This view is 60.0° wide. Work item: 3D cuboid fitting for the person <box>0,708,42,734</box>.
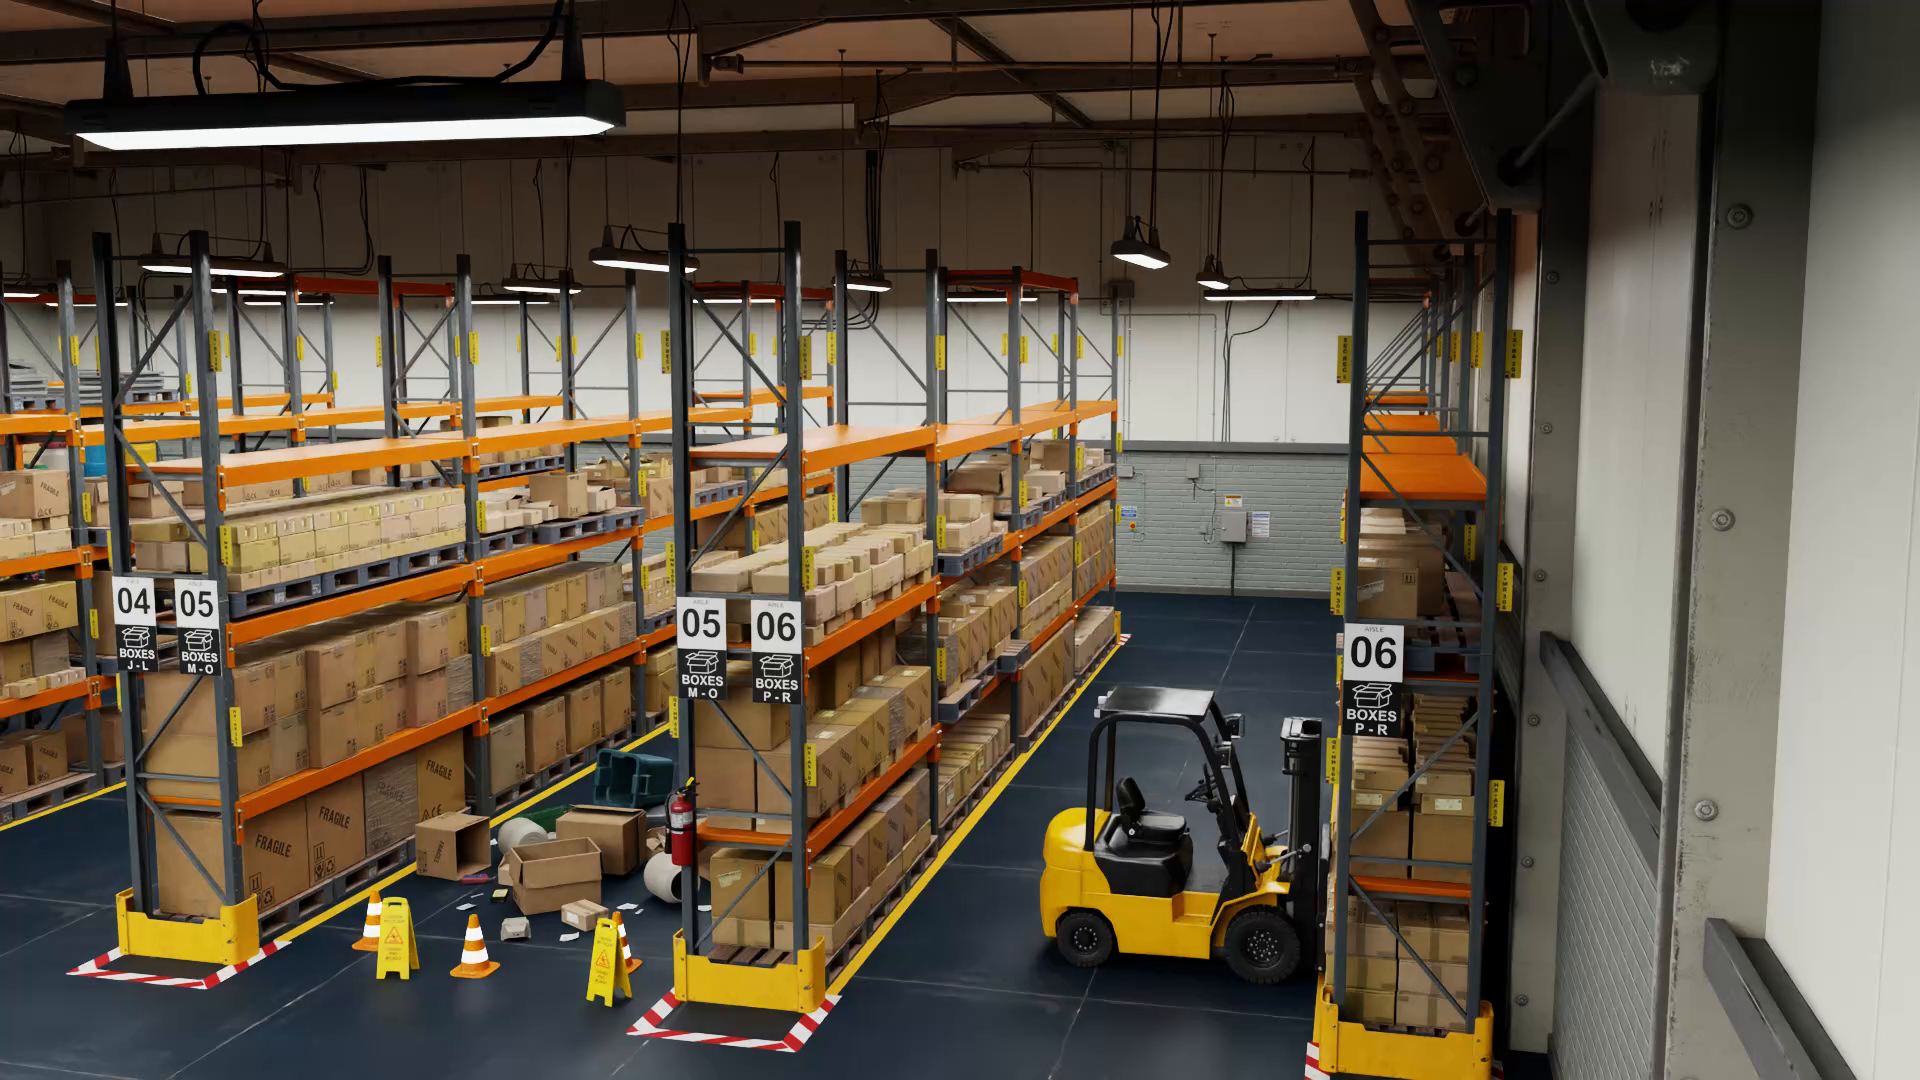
[{"bbox_3d":[-12.489,1.664,21.976,0.570,1.722,0.768,-1,7,-9],"label":"person"}]
